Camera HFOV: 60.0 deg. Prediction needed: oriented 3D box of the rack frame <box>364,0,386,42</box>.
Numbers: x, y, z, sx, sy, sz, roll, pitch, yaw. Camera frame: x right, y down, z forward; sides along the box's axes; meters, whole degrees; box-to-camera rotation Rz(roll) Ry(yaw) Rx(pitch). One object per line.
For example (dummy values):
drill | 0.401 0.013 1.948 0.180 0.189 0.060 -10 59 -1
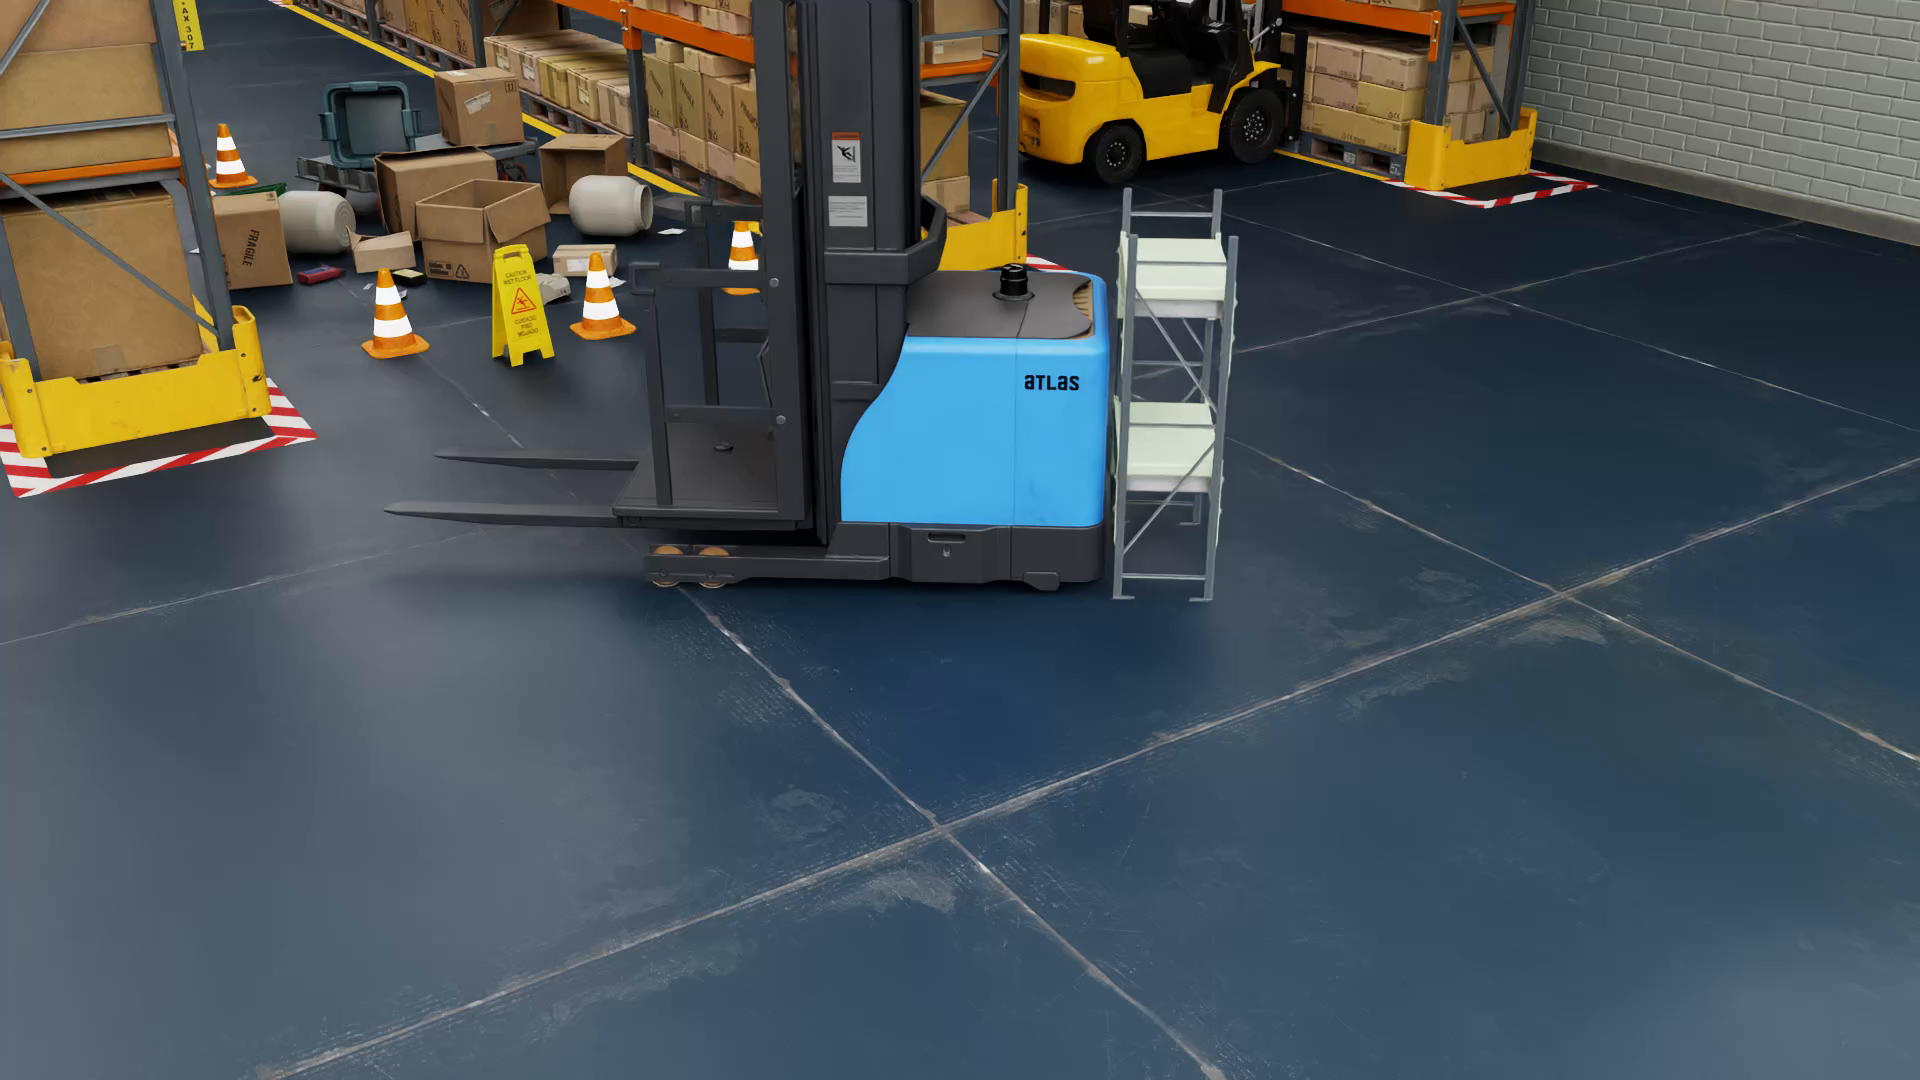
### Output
rack frame | -6.617 -7.429 19.474 1.000 3.000 0.127 -16 29 -30

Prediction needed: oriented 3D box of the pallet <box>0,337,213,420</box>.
pallet | -4.660 -0.954 9.024 1.003 0.211 1.213 -16 29 -30

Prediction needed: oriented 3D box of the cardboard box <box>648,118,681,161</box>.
cardboard box | -2.154 -3.240 13.330 0.500 0.250 0.500 -17 30 -32

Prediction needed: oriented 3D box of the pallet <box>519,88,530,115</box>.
pallet | -4.008 -4.458 16.446 1.003 0.211 1.213 -16 29 -30

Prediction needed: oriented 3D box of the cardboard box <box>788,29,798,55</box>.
cardboard box | -0.969 -3.354 11.135 0.380 0.149 0.250 -15 29 -29

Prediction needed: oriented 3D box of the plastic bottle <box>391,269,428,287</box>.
plastic bottle | -3.600 -1.709 10.798 0.283 0.061 0.133 18 31 33

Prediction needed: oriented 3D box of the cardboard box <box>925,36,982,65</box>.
cardboard box | -0.078 -3.193 10.795 0.380 0.149 0.250 -15 29 -29

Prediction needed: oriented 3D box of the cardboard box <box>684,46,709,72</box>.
cardboard box | -1.854 -3.631 12.518 0.380 0.149 0.250 -14 29 -28

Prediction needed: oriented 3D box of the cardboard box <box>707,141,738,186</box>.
cardboard box | -1.561 -2.863 12.530 0.500 0.250 0.500 -16 30 -30

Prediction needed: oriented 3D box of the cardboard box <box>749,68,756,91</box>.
cardboard box | -1.256 -3.243 11.696 0.380 0.149 0.250 -14 29 -27

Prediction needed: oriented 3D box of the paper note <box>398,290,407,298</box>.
paper note | -3.569 -1.546 10.491 0.144 0.017 0.142 -6 26 -12

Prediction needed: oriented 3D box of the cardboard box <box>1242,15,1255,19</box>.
cardboard box | 2.460 -4.518 14.865 0.500 0.250 0.500 -14 29 -28

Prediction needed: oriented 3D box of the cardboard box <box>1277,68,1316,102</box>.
cardboard box | 0.982 -5.520 17.399 0.979 0.399 8.696 -15 29 -29

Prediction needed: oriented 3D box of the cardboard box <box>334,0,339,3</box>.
cardboard box | -7.850 -7.353 21.822 0.875 0.438 0.875 -15 29 -28

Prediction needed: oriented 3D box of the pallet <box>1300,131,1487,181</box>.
pallet | 3.638 -3.298 13.989 1.003 0.211 1.213 -16 29 -30

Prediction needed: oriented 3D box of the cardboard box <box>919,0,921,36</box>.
cardboard box | -0.593 -3.447 10.572 0.500 0.500 0.500 -16 30 -30

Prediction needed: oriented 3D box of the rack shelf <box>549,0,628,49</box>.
rack shelf | -3.341 -4.958 15.082 1.077 0.370 4.000 -16 29 -30

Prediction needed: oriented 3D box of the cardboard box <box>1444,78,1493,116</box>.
cardboard box | 4.008 -3.684 13.684 0.500 0.250 0.500 -15 29 -29

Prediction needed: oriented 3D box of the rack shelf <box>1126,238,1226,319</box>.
rack shelf | 0.843 -1.034 6.541 0.368 0.124 0.686 2 25 3

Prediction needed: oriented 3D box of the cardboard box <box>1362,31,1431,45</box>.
cardboard box | 3.711 -4.088 13.953 0.500 0.250 0.500 -15 29 -29

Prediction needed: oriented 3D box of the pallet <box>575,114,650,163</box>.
pallet | -2.676 -3.585 14.597 1.003 0.211 1.213 -16 29 -30

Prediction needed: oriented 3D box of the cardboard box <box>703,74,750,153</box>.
cardboard box | -1.570 -3.205 12.376 0.500 0.500 0.500 -14 29 -27

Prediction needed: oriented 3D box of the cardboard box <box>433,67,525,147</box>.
cardboard box | -3.725 -3.354 12.883 0.500 0.500 0.500 -16 29 -30

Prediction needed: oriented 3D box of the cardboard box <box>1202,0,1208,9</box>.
cardboard box | 2.338 -4.994 15.872 0.500 0.250 0.500 -15 29 -29

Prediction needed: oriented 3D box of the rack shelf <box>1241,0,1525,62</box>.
rack shelf | 2.999 -4.685 14.504 1.077 0.370 4.000 -16 29 -30

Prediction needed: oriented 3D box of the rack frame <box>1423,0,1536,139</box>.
rack frame | 4.091 -4.295 12.835 1.000 3.000 0.127 -16 29 -30

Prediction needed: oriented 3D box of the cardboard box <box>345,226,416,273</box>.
cardboard box | -3.860 -1.956 11.083 0.396 0.266 0.258 -10 27 -21

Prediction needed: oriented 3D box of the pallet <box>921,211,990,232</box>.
pallet | -0.521 -2.202 11.668 1.003 0.211 1.213 -16 29 -30

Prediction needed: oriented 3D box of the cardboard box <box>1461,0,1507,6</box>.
cardboard box | 4.053 -4.582 13.326 0.500 0.500 0.500 -14 29 -28

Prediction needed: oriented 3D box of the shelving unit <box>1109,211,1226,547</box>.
shelving unit | 0.843 -0.595 6.754 0.431 1.308 0.731 2 25 3

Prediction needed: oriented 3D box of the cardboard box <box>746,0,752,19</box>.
cardboard box | -1.133 -3.807 11.335 0.500 0.500 0.500 -16 29 -30

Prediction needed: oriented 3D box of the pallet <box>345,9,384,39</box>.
pallet | -6.966 -6.459 20.684 1.003 0.211 1.213 -16 29 -30

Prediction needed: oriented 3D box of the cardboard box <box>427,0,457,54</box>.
cardboard box | -5.224 -5.814 18.049 0.875 0.875 0.875 -15 29 -29

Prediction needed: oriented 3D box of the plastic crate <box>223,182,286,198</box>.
plastic crate | -5.149 -2.376 11.995 0.450 0.188 0.662 -10 25 2

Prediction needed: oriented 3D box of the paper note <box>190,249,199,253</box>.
paper note | -5.216 -2.006 11.464 0.142 0.020 0.147 7 26 15

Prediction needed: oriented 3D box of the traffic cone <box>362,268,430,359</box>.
traffic cone | -3.258 -1.321 9.507 0.336 0.463 0.334 -16 29 -30

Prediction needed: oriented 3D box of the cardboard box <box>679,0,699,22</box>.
cardboard box | -1.889 -4.004 12.513 0.380 0.149 0.250 -15 29 -28

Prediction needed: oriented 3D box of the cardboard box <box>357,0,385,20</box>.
cardboard box | -14.379 -2.508 10.490 25.399 1.350 10.438 -16 30 -30

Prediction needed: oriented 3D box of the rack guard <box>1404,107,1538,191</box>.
rack guard | 4.104 -3.156 13.351 1.175 0.500 0.348 -16 29 -30

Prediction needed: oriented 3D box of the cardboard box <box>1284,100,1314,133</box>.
cardboard box | 3.040 -3.697 14.297 0.500 0.250 0.500 -15 29 -29

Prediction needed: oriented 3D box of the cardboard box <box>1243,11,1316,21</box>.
cardboard box | 2.892 -4.632 15.106 0.500 0.250 0.500 -15 29 -29

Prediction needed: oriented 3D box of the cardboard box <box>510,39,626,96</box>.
cardboard box | -3.724 -4.534 15.926 0.950 0.372 0.625 -16 30 -31

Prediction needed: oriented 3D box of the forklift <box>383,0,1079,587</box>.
forklift | -0.895 -1.351 6.679 3.031 2.935 1.121 2 25 3

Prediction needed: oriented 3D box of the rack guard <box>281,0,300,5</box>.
rack guard | -8.814 -7.738 23.056 1.175 0.500 0.348 -16 29 -30

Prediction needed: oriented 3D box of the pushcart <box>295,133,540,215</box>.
pushcart | -4.133 -2.833 12.809 0.936 0.377 1.648 18 31 33

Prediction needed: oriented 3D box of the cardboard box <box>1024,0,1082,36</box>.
cardboard box | 1.196 -5.305 17.265 0.875 0.625 0.625 -16 30 -30

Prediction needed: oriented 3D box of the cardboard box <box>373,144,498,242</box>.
cardboard box | -3.664 -2.441 11.671 0.797 0.637 0.503 -16 29 -30

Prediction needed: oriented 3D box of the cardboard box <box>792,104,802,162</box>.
cardboard box | -1.010 -2.835 11.591 0.500 0.500 0.500 -14 29 -28

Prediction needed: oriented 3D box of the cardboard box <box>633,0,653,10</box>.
cardboard box | -2.346 -4.267 13.069 0.380 0.149 0.250 -16 29 -30

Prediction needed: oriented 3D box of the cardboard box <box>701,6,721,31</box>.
cardboard box | -1.656 -3.807 12.095 0.380 0.149 0.250 -15 29 -29
